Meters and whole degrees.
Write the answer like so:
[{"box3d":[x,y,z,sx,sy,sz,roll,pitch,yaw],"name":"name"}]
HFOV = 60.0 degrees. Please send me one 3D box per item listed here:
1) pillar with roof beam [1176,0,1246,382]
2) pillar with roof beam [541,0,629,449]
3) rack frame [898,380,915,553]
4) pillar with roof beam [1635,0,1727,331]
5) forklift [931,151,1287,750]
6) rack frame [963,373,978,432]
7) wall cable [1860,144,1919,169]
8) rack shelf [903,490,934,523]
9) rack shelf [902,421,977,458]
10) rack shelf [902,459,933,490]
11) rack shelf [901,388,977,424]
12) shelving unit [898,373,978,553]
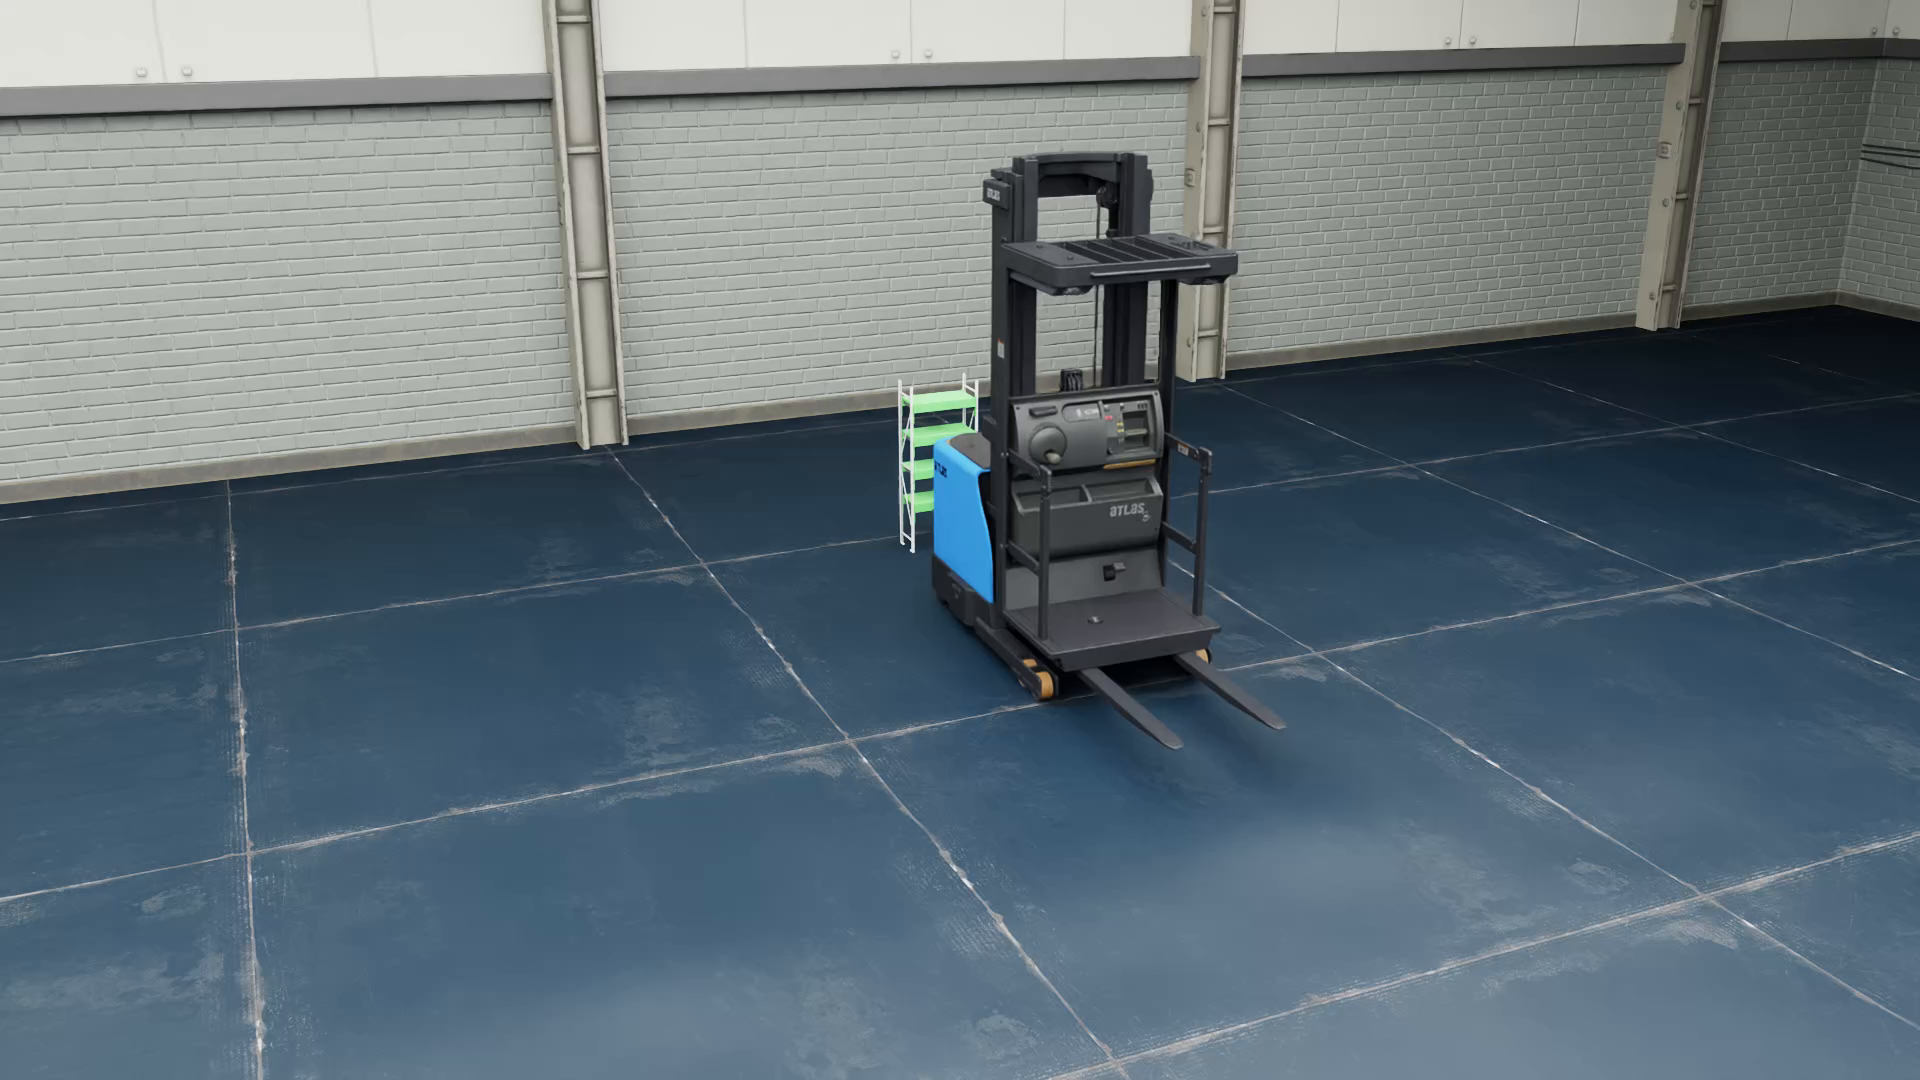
[{"box3d":[4.114,-4.567,11.444,0.400,9.000,9.100,-8,21,-22],"name":"pillar with roof beam"},{"box3d":[-1.395,-3.778,9.202,0.400,9.000,9.100,-8,21,-22],"name":"pillar with roof beam"},{"box3d":[-0.376,-0.512,11.670,0.015,1.200,0.240,-8,21,-22],"name":"rack frame"},{"box3d":[9.624,-5.357,13.686,0.400,9.000,9.100,-8,21,-22],"name":"pillar with roof beam"},{"box3d":[0.827,-0.629,9.396,1.130,2.935,3.031,-7,21,-20],"name":"forklift"},{"box3d":[0.072,-0.576,11.852,0.015,1.200,0.240,-8,21,-22],"name":"rack frame"},{"box3d":[11.147,-5.189,17.885,0.112,2.526,3.097,-8,21,-22],"name":"wall cable"},{"box3d":[-0.152,-0.258,11.862,0.480,0.148,0.258,-8,21,-22],"name":"rack shelf"},{"box3d":[-0.152,-0.710,11.702,0.480,0.148,0.258,-8,21,-22],"name":"rack shelf"},{"box3d":[-0.152,-0.484,11.782,0.480,0.148,0.258,-8,21,-22],"name":"rack shelf"},{"box3d":[-0.152,-0.937,11.623,0.480,0.148,0.258,-8,21,-22],"name":"rack shelf"},{"box3d":[-0.152,-0.544,11.761,0.503,1.200,0.258,-8,21,-22],"name":"shelving unit"}]
